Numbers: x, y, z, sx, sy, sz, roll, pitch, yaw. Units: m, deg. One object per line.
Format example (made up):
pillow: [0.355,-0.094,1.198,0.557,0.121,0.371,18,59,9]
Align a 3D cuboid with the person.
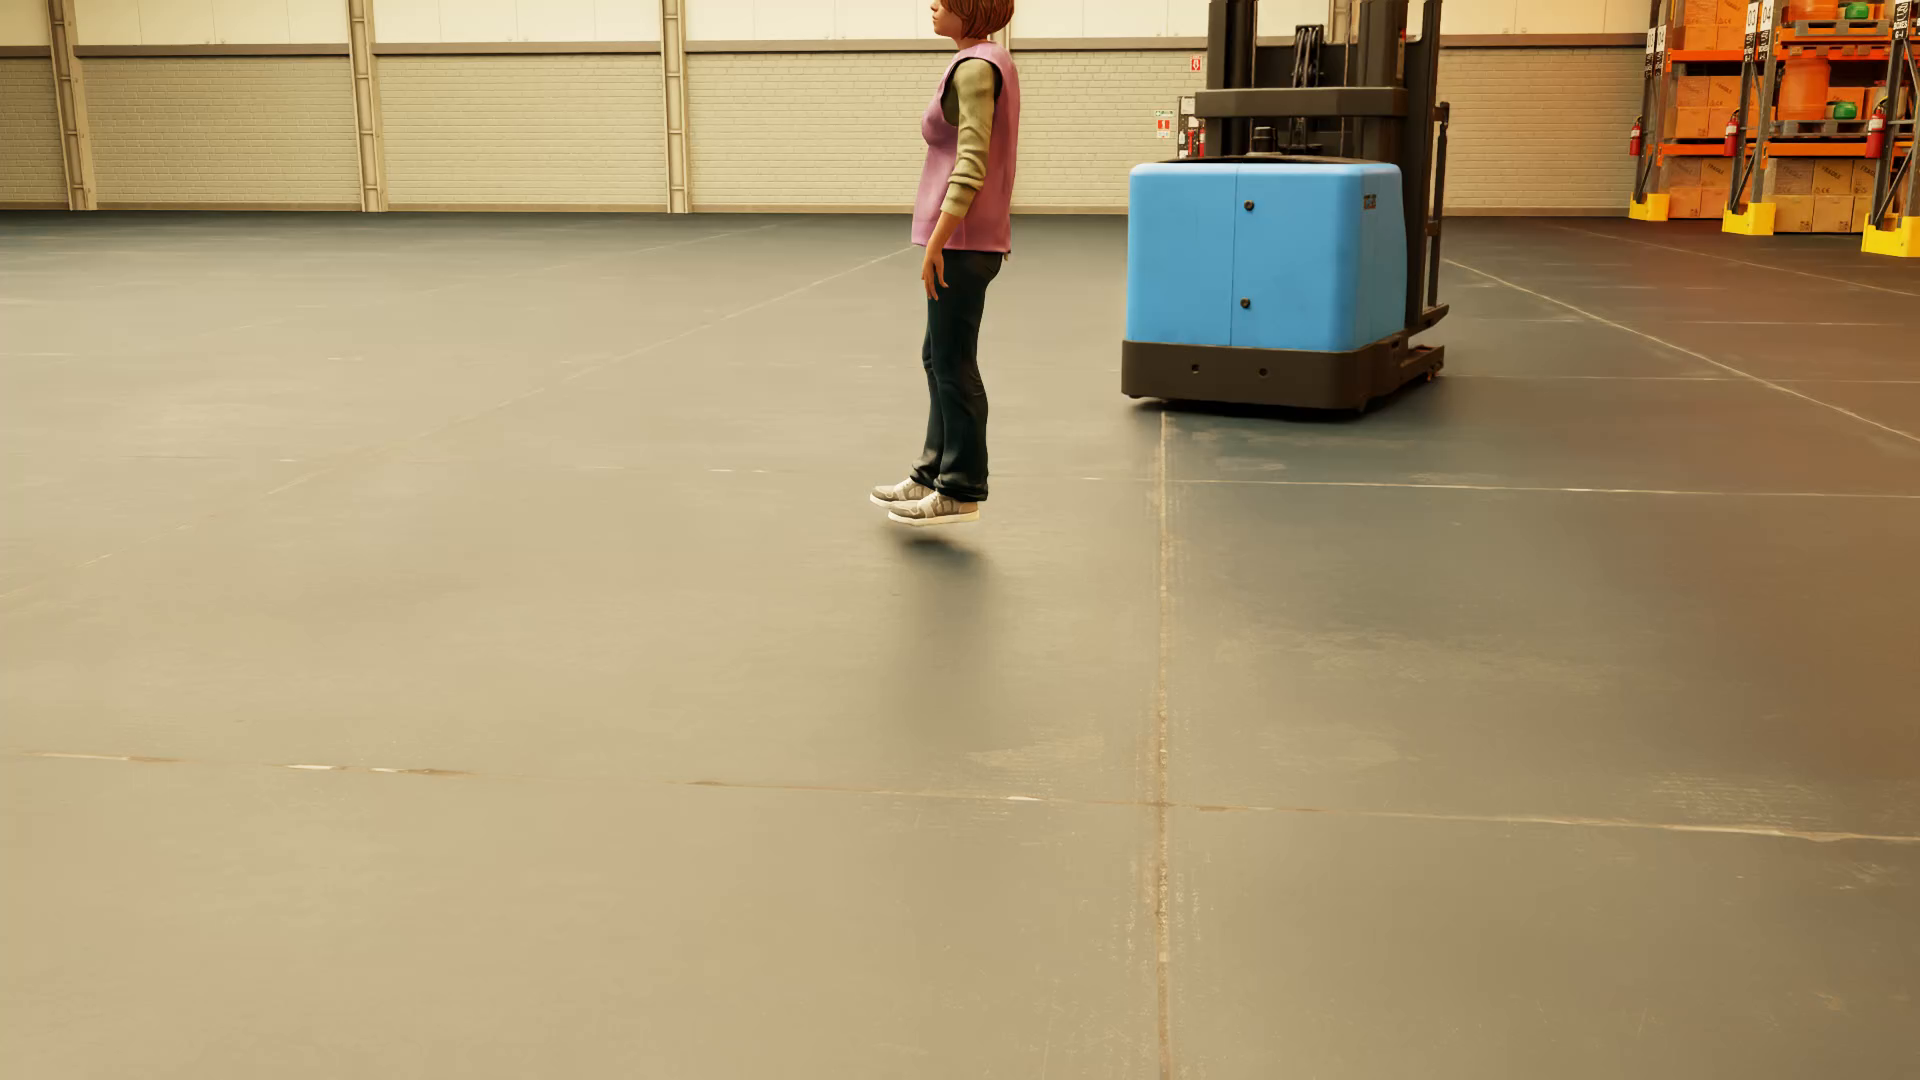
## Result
person: [-0.071,-0.829,4.776,0.475,1.597,0.520,2,13,7]

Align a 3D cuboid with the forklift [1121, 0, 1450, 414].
forklift: [1.834,-2.259,8.169,1.130,2.935,3.031,7,15,26]
